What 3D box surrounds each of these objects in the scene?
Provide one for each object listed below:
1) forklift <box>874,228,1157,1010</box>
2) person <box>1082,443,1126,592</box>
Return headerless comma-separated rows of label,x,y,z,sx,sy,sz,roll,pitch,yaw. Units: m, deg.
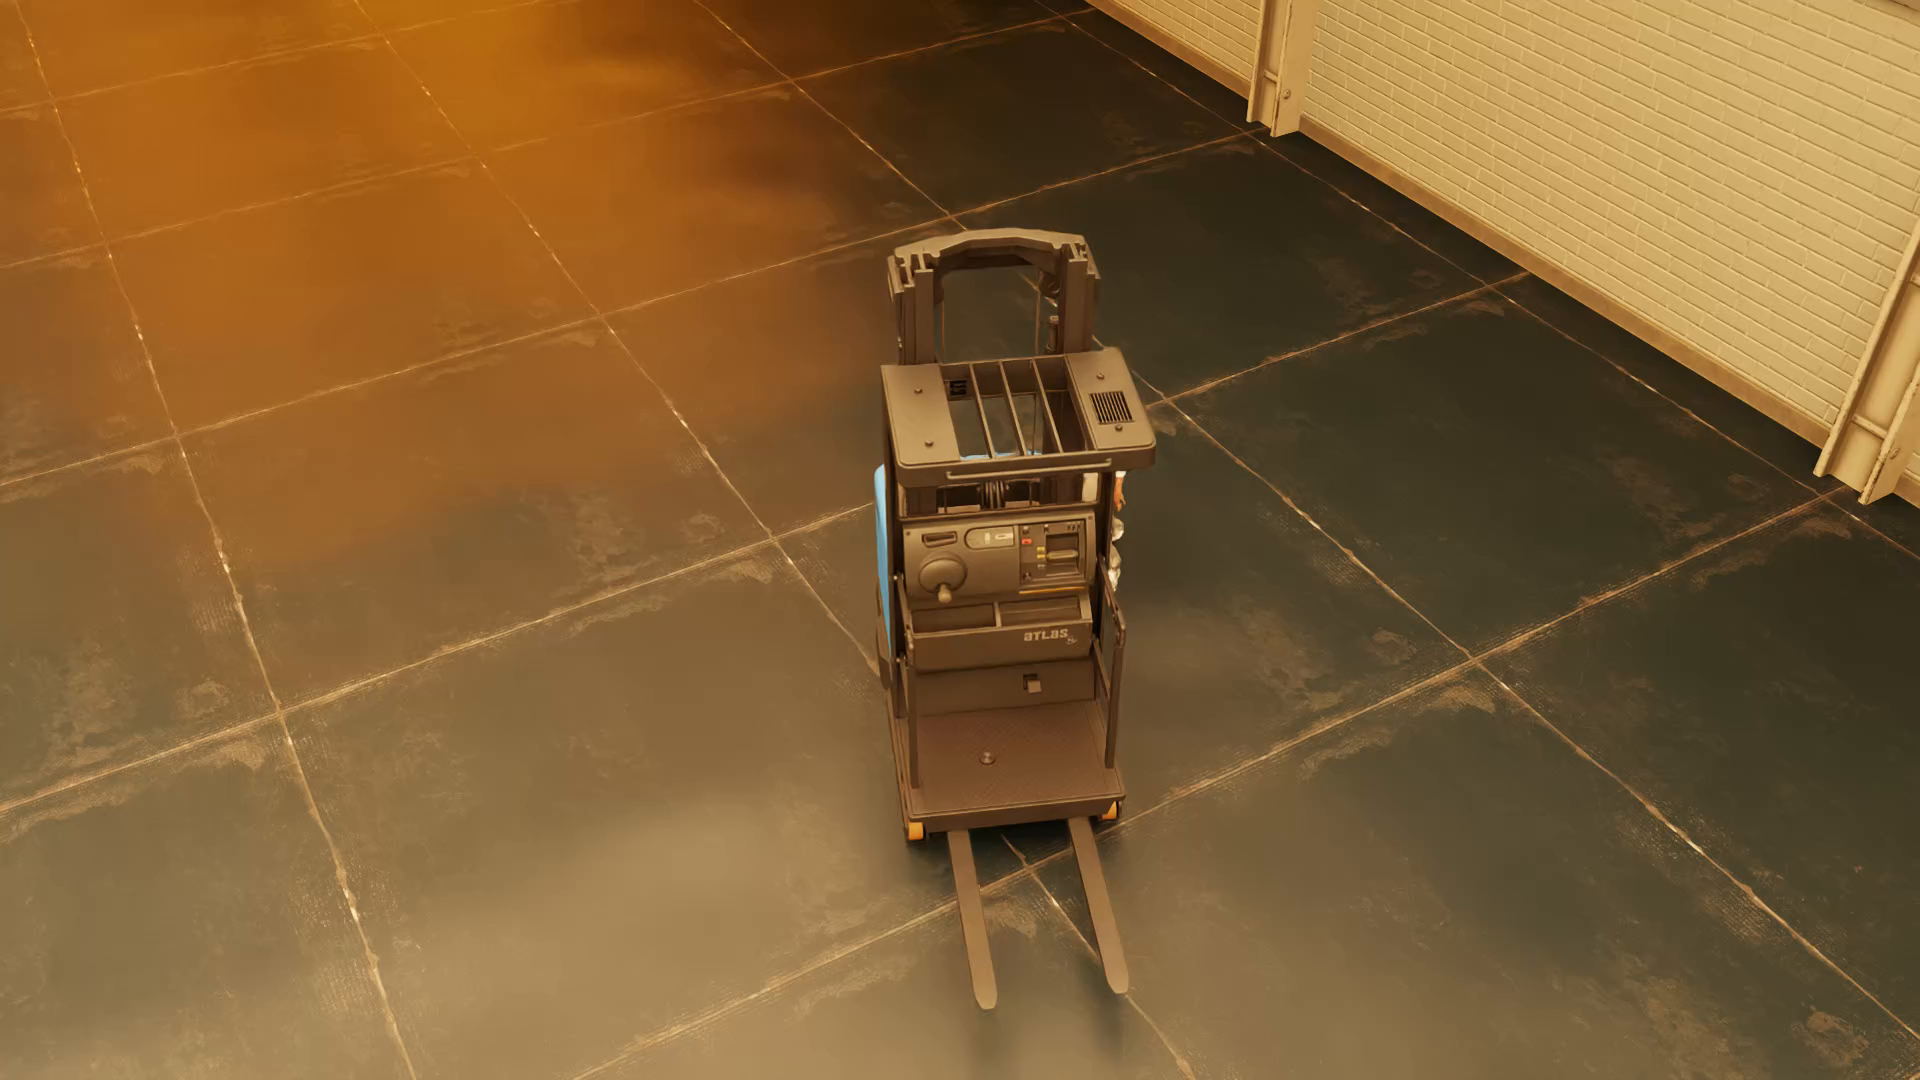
forklift,0.225,0.160,7.843,1.130,2.935,3.031,-5,40,-6
person,0.835,-0.472,9.732,0.440,1.548,0.747,-11,41,-13
